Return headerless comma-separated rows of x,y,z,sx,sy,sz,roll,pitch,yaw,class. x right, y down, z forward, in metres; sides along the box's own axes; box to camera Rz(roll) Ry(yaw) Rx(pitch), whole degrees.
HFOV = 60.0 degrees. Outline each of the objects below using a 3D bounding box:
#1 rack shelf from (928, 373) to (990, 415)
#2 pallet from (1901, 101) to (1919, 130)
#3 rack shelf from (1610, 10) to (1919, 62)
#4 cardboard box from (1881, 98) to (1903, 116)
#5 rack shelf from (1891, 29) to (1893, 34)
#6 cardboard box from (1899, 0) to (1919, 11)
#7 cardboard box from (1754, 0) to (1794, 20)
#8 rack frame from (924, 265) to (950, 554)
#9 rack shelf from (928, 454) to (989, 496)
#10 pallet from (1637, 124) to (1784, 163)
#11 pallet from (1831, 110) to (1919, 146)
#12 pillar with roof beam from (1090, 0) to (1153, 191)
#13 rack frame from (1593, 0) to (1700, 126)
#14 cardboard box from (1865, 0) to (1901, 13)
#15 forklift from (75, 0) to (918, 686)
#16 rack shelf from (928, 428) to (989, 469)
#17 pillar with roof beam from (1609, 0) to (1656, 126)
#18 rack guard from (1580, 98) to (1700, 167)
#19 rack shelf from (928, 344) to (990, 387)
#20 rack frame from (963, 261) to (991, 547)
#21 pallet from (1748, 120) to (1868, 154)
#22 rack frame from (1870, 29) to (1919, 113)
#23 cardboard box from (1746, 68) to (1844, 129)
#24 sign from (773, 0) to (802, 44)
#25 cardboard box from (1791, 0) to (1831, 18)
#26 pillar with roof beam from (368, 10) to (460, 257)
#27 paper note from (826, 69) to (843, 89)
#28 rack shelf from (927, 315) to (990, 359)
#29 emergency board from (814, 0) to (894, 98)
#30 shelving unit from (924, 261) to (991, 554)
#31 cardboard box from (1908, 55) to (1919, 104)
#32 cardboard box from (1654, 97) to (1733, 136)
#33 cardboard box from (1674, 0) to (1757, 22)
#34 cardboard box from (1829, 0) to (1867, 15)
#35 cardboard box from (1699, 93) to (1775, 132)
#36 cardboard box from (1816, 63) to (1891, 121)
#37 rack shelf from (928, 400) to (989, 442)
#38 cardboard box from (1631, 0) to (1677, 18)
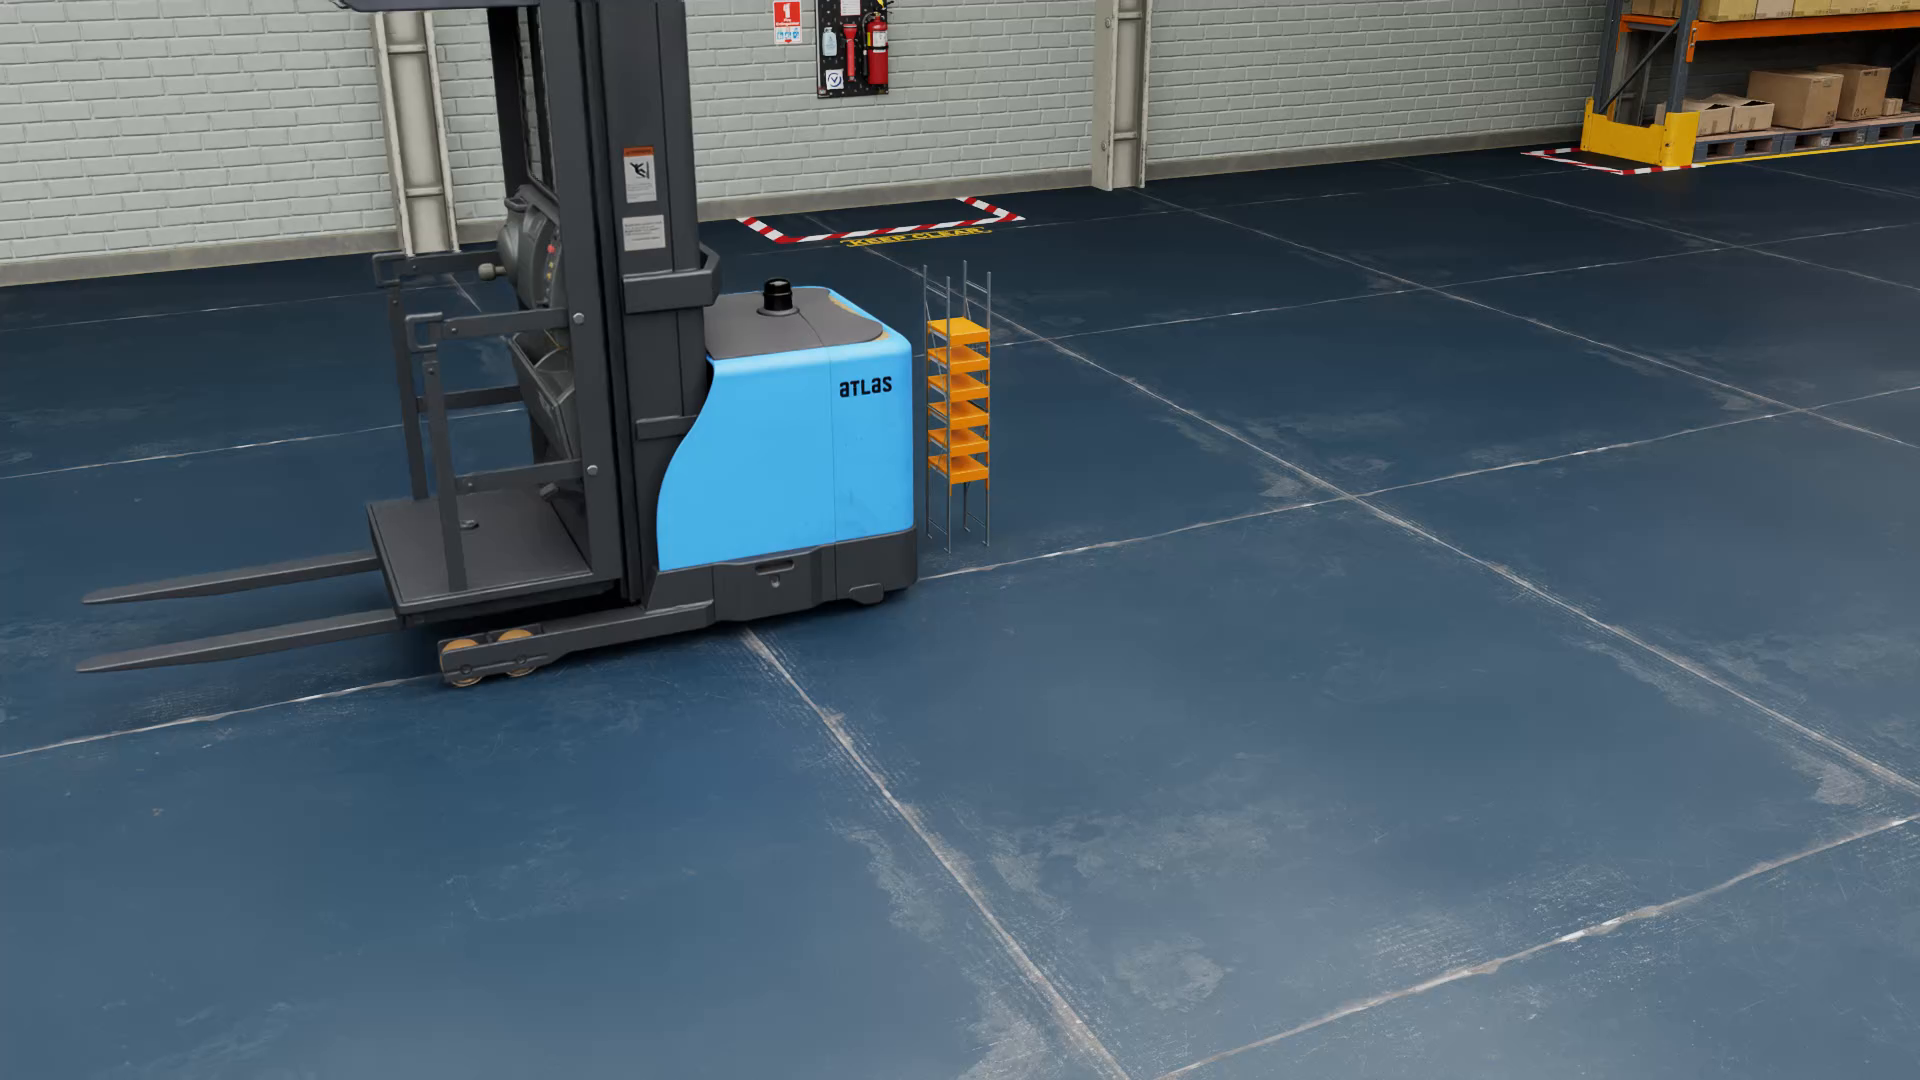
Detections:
-0.013,-0.622,6.986,0.180,0.103,0.258,-10,25,-24,rack shelf
10.868,-4.647,18.201,1.213,0.211,1.003,-10,25,-24,pallet
8.365,-5.142,16.691,4.000,0.370,1.077,-10,25,-24,rack shelf
9.698,-4.601,17.573,0.250,0.166,0.380,-14,26,-30,cardboard box
11.970,-5.806,18.294,4.000,0.370,1.077,-10,25,-24,rack shelf
9.420,-5.483,16.745,0.500,0.250,0.500,-10,25,-23,cardboard box
7.602,-5.145,15.928,0.500,0.250,0.500,-11,25,-25,cardboard box
-0.095,-0.537,6.978,0.006,1.200,0.240,-10,25,-24,rack frame
-0.013,-0.289,7.124,0.180,0.103,0.258,-10,25,-24,rack shelf
7.379,-3.989,16.612,1.213,0.211,1.003,-10,25,-24,pallet
9.578,-4.394,17.590,1.213,0.211,1.003,-10,25,-24,pallet
3.280,-5.850,9.617,0.400,9.000,9.100,-10,25,-24,pillar with roof beam
6.563,-5.143,15.752,0.127,3.000,1.000,-10,25,-24,rack frame
8.973,-5.395,16.530,0.500,0.250,0.500,-11,25,-24,cardboard box
-1.732,-1.058,5.975,3.031,2.935,1.130,-10,24,-22,forklift
-0.013,-0.400,7.078,0.180,0.103,0.258,-10,25,-24,rack shelf
8.686,-6.845,12.021,0.400,9.000,9.100,-10,25,-24,pillar with roof beam
6.632,-4.000,16.260,0.348,0.500,1.175,-10,25,-24,rack guard
-0.013,-0.733,6.940,0.180,0.103,0.258,-10,25,-24,rack shelf
0.069,-0.567,7.051,0.006,1.200,0.240,-10,25,-24,rack frame
8.477,-4.190,17.097,1.213,0.211,1.003,-10,25,-24,pallet
10.168,-5.806,17.355,0.127,3.000,1.000,-10,25,-24,rack frame
8.422,-4.474,16.829,0.500,0.500,0.700,-12,25,-27,cardboard box
-1.374,-4.125,13.247,0.234,0.329,0.001,-10,25,-24,sign
8.064,-5.228,16.127,0.500,0.250,0.500,-11,25,-24,cardboard box
-2.127,-4.855,7.212,0.400,9.000,9.100,-10,25,-24,pillar with roof beam
-1.020,-3.752,13.545,0.142,0.148,0.016,-10,25,-24,paper note
-0.013,-0.844,6.894,0.180,0.103,0.258,-10,25,-24,rack shelf
-0.831,-4.165,13.390,0.643,1.169,0.194,-10,25,-24,emergency board
-0.013,-0.552,7.015,0.189,1.200,0.258,-10,25,-24,shelving unit
10.824,-4.982,18.058,0.500,0.500,0.700,-10,24,-22,cardboard box
7.226,-4.187,16.384,0.500,0.311,0.500,-14,26,-30,cardboard box
7.141,-5.054,15.708,0.500,0.250,0.500,-11,25,-25,cardboard box
8.520,-5.311,16.328,0.500,0.250,0.500,-10,25,-23,cardboard box
7.739,-4.282,16.613,0.500,0.311,0.500,-8,24,-19,cardboard box
9.250,-4.669,17.299,0.500,0.500,0.500,-12,26,-28,cardboard box
-0.013,-0.511,7.032,0.180,0.103,0.258,-10,25,-24,rack shelf
6.900,-5.227,16.125,0.500,0.250,0.500,-10,25,-23,cardboard box
